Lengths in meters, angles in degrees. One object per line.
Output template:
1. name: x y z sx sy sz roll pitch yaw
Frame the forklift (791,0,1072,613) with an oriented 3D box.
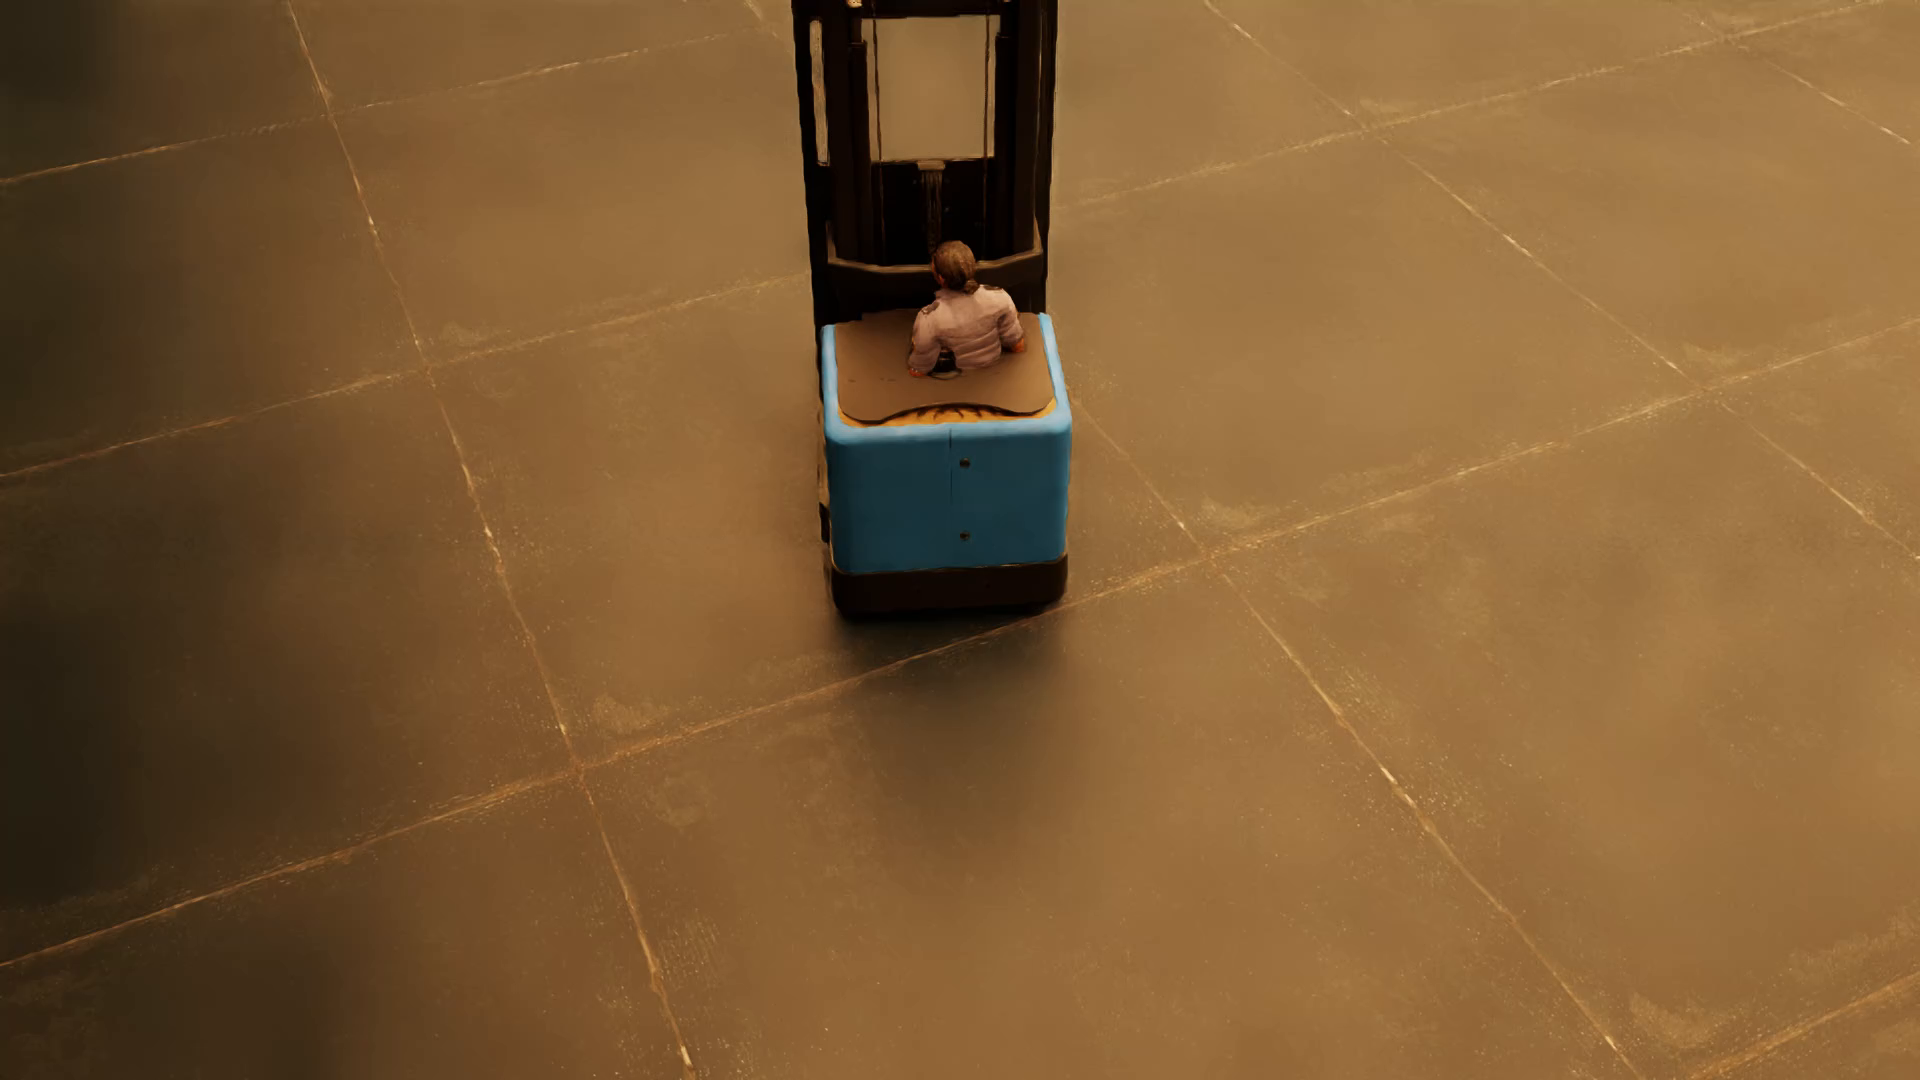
1. forklift: -0.164 -1.747 7.552 1.130 2.935 3.031 -3 43 -4

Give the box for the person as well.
1. person: -0.024 -0.680 7.344 0.601 1.641 0.538 -18 46 -18
